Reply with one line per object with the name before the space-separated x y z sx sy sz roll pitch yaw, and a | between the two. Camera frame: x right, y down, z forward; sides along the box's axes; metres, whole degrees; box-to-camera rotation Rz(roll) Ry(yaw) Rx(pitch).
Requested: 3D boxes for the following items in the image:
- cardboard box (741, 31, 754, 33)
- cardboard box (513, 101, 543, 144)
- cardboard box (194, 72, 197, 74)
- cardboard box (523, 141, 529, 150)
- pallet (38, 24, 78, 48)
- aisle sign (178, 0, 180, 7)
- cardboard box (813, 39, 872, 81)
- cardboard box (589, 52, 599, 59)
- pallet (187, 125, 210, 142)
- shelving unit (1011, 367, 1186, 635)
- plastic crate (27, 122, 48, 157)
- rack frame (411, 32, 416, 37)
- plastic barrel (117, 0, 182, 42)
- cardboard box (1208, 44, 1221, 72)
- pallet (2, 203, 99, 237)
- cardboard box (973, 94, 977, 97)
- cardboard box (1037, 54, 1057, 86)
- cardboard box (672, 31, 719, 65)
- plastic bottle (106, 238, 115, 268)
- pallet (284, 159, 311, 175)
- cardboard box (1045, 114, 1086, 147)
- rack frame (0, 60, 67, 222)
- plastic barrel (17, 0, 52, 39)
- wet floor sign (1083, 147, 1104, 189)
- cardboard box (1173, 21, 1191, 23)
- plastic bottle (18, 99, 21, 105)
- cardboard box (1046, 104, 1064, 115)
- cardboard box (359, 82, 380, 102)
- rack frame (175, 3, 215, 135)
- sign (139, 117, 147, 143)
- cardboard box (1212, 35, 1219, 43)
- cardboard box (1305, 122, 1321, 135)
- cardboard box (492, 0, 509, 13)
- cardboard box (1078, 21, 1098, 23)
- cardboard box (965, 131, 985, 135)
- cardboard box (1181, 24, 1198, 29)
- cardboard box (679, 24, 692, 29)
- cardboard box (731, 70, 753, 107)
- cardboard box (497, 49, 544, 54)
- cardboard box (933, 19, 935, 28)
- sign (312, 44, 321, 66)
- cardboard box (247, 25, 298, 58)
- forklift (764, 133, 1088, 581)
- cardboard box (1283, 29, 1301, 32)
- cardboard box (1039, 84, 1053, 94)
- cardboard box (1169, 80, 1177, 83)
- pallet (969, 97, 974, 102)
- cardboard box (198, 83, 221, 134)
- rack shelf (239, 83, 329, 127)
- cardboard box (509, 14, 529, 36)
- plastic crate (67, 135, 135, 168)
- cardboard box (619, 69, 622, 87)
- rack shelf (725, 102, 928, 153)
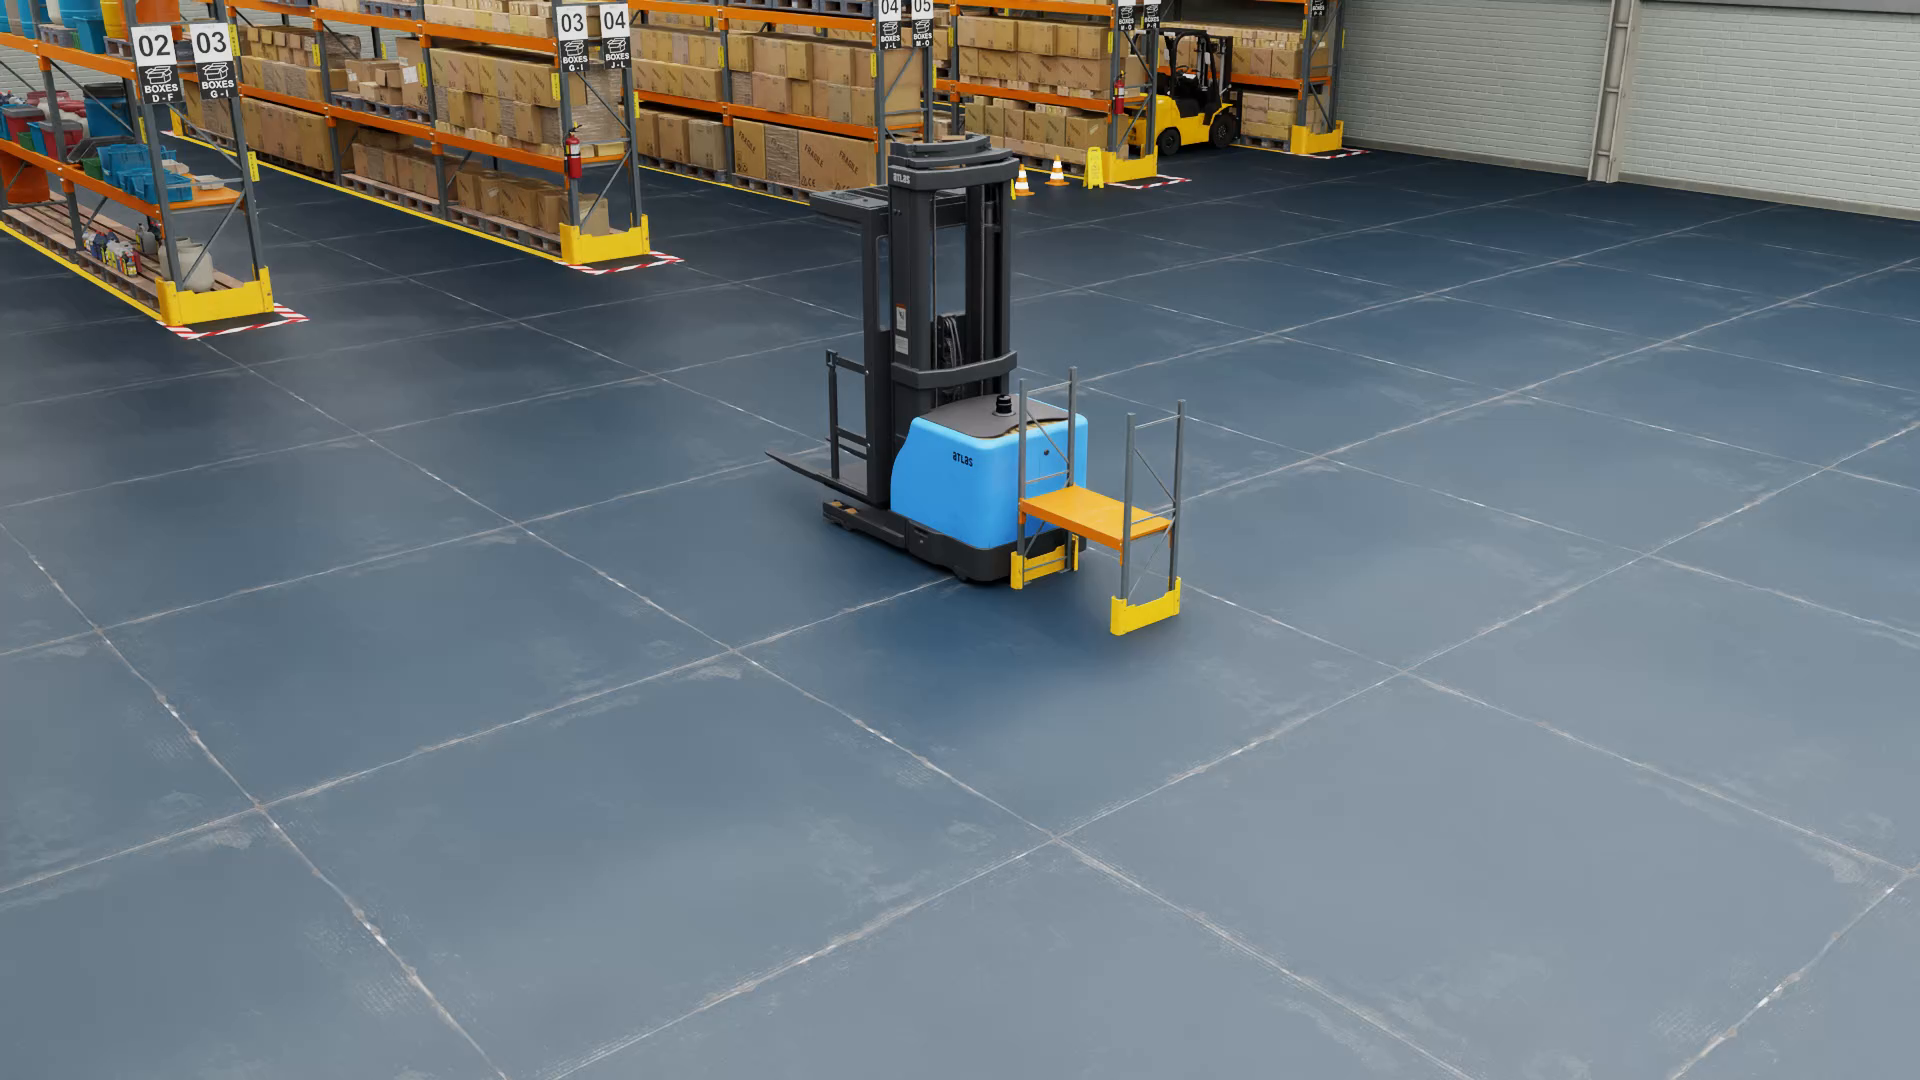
cardboard box | -4.221 -10.496 34.688 0.500 0.250 0.500 -17 27 -37
cardboard box | -5.395 -5.583 22.081 0.875 0.500 0.500 -17 27 -37
cardboard box | -14.261 -8.902 31.444 0.380 0.149 0.250 -18 28 -38
cardboard box | -5.630 -5.320 22.299 0.380 0.149 0.250 -17 27 -37
pallet | -10.458 -6.189 20.318 1.213 0.211 1.003 -17 27 -37
aisle sign | -15.358 -10.709 32.149 0.394 0.787 0.004 -17 27 -37
cardboard box | -1.720 -7.284 25.283 0.875 0.550 0.550 -17 27 -37
cardboard box | -6.705 -8.738 30.042 0.380 0.149 0.250 -17 27 -36
pallet | -14.502 -8.050 32.747 1.003 0.211 1.213 -17 27 -37
shelving unit | 0.917 -0.290 11.167 0.587 1.500 1.083 -17 27 -36
plastic crate | -11.958 -5.279 21.872 0.392 0.384 0.575 -17 27 -37
rack frame | -11.260 -10.703 35.698 1.000 3.000 0.127 -17 27 -37
plastic barrel | -8.805 -5.847 18.022 0.600 0.830 0.708 -17 27 -37
cardboard box | 5.103 -9.215 31.762 0.500 0.500 0.500 -17 27 -37
pallet | -13.137 -4.640 24.040 1.003 0.211 1.213 -17 27 -37
cardboard box | 0.646 -10.120 37.061 0.500 0.500 0.500 -18 28 -38
cardboard box | 1.658 -8.037 28.346 0.500 0.500 0.500 -18 27 -38
cardboard box | -4.422 -8.317 28.098 0.700 0.500 0.500 -17 27 -37
plastic bottle | -10.389 -3.536 20.428 0.144 0.351 0.185 -18 27 -38
pallet | -11.111 -6.615 29.082 1.003 0.211 1.213 -17 27 -37
cardboard box | 1.804 -7.056 28.553 0.500 0.500 0.500 -16 27 -36
rack frame | -13.614 -6.161 24.101 1.000 3.000 0.127 -17 27 -37
plastic barrel | -11.499 -6.775 20.868 0.600 0.901 0.708 -17 27 -37
wet floor sign | 2.181 -6.086 27.137 0.267 0.644 0.232 -8 23 -19
cardboard box | 4.452 -10.248 33.101 0.380 0.149 0.250 -17 27 -37
plastic bottle | -14.310 -6.592 25.377 0.097 0.271 0.097 0 21 0
cardboard box | 1.695 -7.370 28.466 0.380 0.149 0.250 -17 27 -37
cardboard box | -8.942 -6.948 25.741 0.500 0.250 0.500 -18 28 -39
rack frame | -15.083 -9.551 32.755 1.000 3.000 0.127 -17 27 -37
sign | -10.579 -5.313 21.556 0.100 0.325 0.005 -17 27 -37
cardboard box | 5.018 -9.543 31.709 0.380 0.149 0.250 -18 28 -38
cardboard box | 6.454 -7.769 31.402 0.500 0.250 0.500 -17 27 -37
cardboard box | -5.901 -7.006 21.805 0.380 0.149 0.250 -19 28 -40
cardboard box | 2.699 -10.866 35.088 0.380 0.149 0.250 -18 28 -38
cardboard box | 0.438 -7.282 30.158 0.500 0.250 0.500 -19 28 -40
cardboard box | 4.501 -9.891 32.189 0.380 0.149 0.250 -17 27 -36
cardboard box | -5.801 -11.059 36.470 0.500 0.500 0.500 -18 28 -39
cardboard box | -3.177 -7.359 26.953 0.875 0.550 0.550 -17 27 -37
cardboard box | -6.095 -6.551 23.180 0.500 0.500 0.500 -17 27 -37
cardboard box | -0.675 -9.538 30.713 0.380 0.149 0.250 -18 28 -39
sign | -10.280 -7.746 26.561 0.100 0.325 0.005 -17 27 -37
cardboard box | -12.049 -8.785 29.287 0.797 0.503 0.637 -18 28 -39
forklift | -0.400 -1.542 12.403 1.130 2.935 3.031 -17 27 -36
cardboard box | 6.240 -9.452 31.070 0.380 0.149 0.250 -17 27 -36
cardboard box | 1.574 -7.761 28.531 0.380 0.149 0.250 -18 28 -38
cardboard box | 4.483 -9.068 33.346 0.500 0.250 0.500 -17 27 -36
pallet | 0.945 -9.799 37.213 1.003 0.211 1.213 -17 27 -37
cardboard box | -14.011 -8.348 32.021 0.875 0.875 0.875 -17 27 -37
rack shelf | -11.167 -7.558 28.654 1.077 0.370 4.000 -17 27 -37
cardboard box | -5.475 -6.667 21.485 0.500 0.250 0.500 -17 27 -37
plastic crate | -10.757 -4.852 20.845 0.767 0.338 0.504 -17 27 -37
cardboard box | -5.949 -8.351 29.556 0.500 0.500 0.500 -17 27 -37
rack shelf | -2.121 -6.500 25.954 1.077 0.370 4.000 -17 27 -37
